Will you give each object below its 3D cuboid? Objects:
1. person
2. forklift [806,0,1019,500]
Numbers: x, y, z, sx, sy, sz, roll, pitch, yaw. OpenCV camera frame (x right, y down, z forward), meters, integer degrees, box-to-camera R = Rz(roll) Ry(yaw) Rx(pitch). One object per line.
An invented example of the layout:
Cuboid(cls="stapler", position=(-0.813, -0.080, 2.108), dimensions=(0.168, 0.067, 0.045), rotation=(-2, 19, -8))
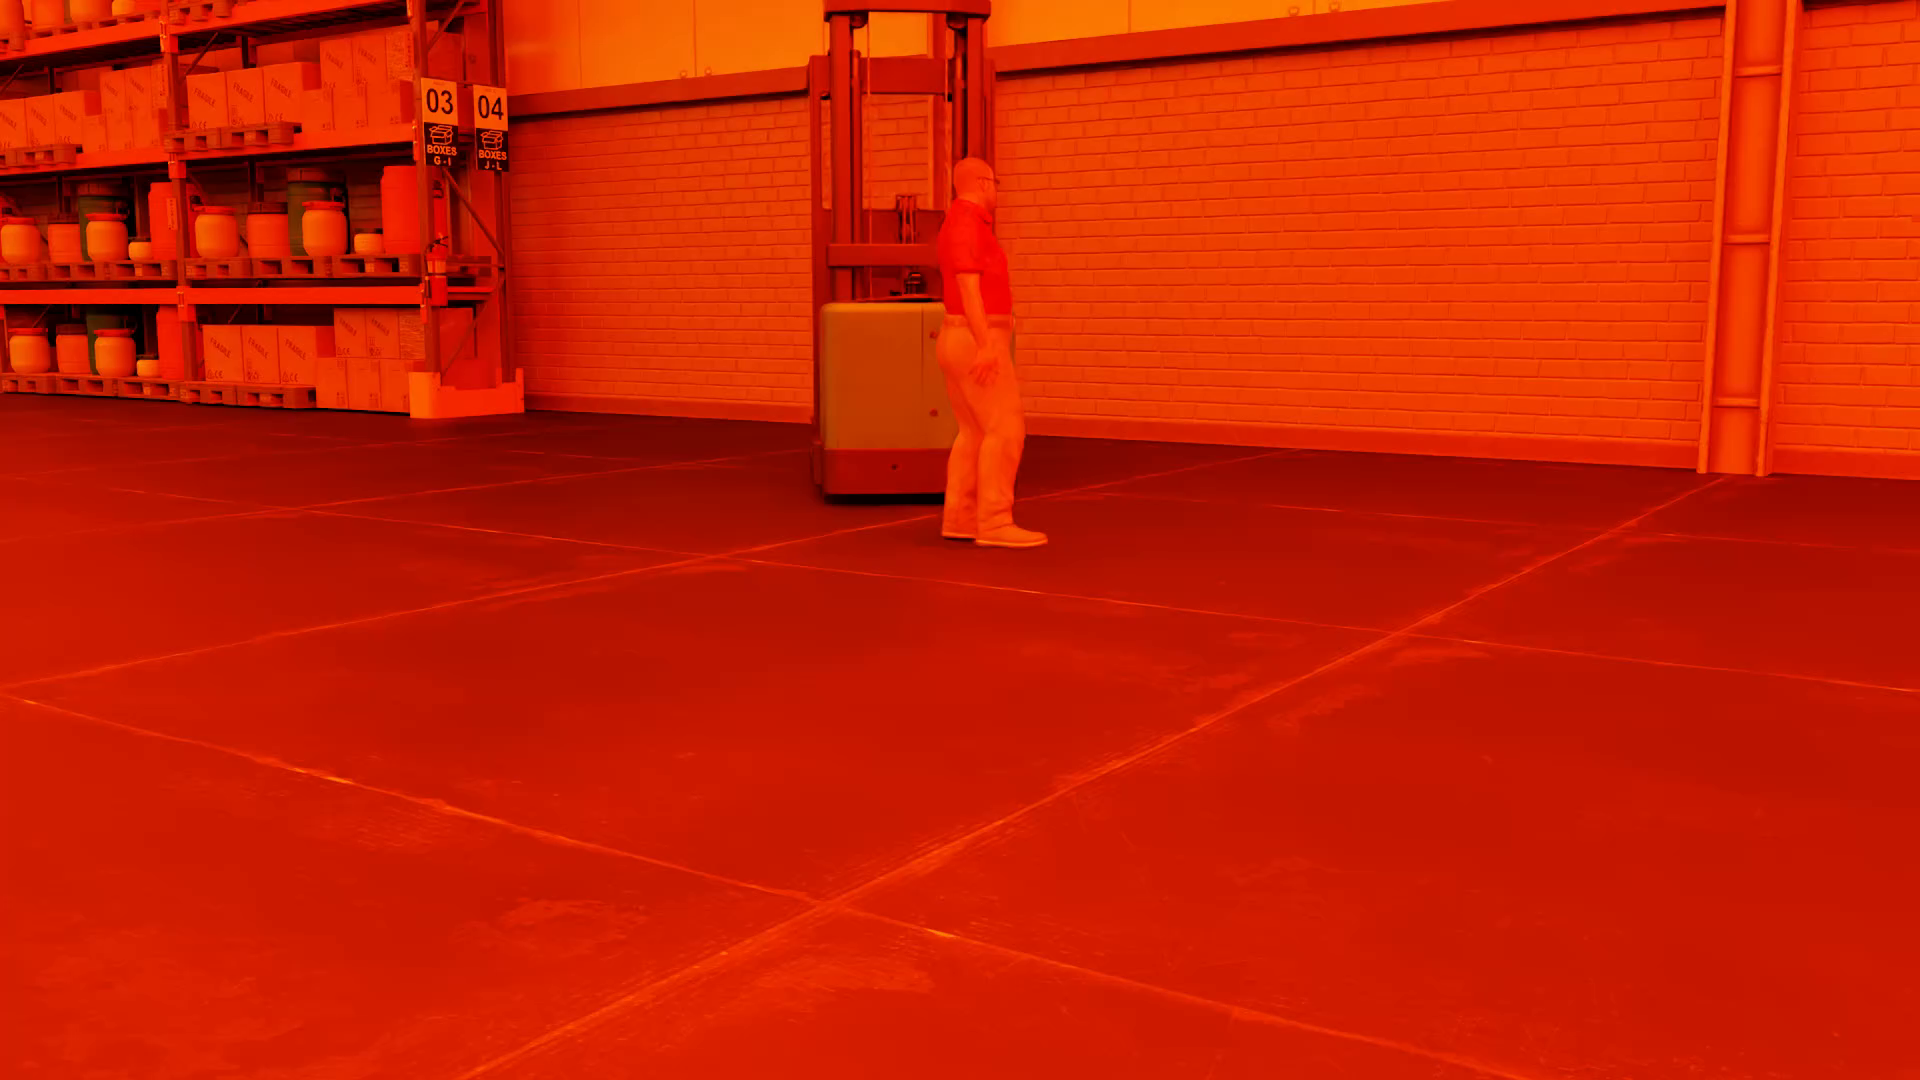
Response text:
Cuboid(cls="person", position=(0.117, -0.851, 7.498), dimensions=(0.426, 1.716, 0.709), rotation=(-2, 8, -11))
Cuboid(cls="forklift", position=(-0.367, -1.840, 10.129), dimensions=(1.130, 2.935, 3.031), rotation=(-1, 8, -6))
